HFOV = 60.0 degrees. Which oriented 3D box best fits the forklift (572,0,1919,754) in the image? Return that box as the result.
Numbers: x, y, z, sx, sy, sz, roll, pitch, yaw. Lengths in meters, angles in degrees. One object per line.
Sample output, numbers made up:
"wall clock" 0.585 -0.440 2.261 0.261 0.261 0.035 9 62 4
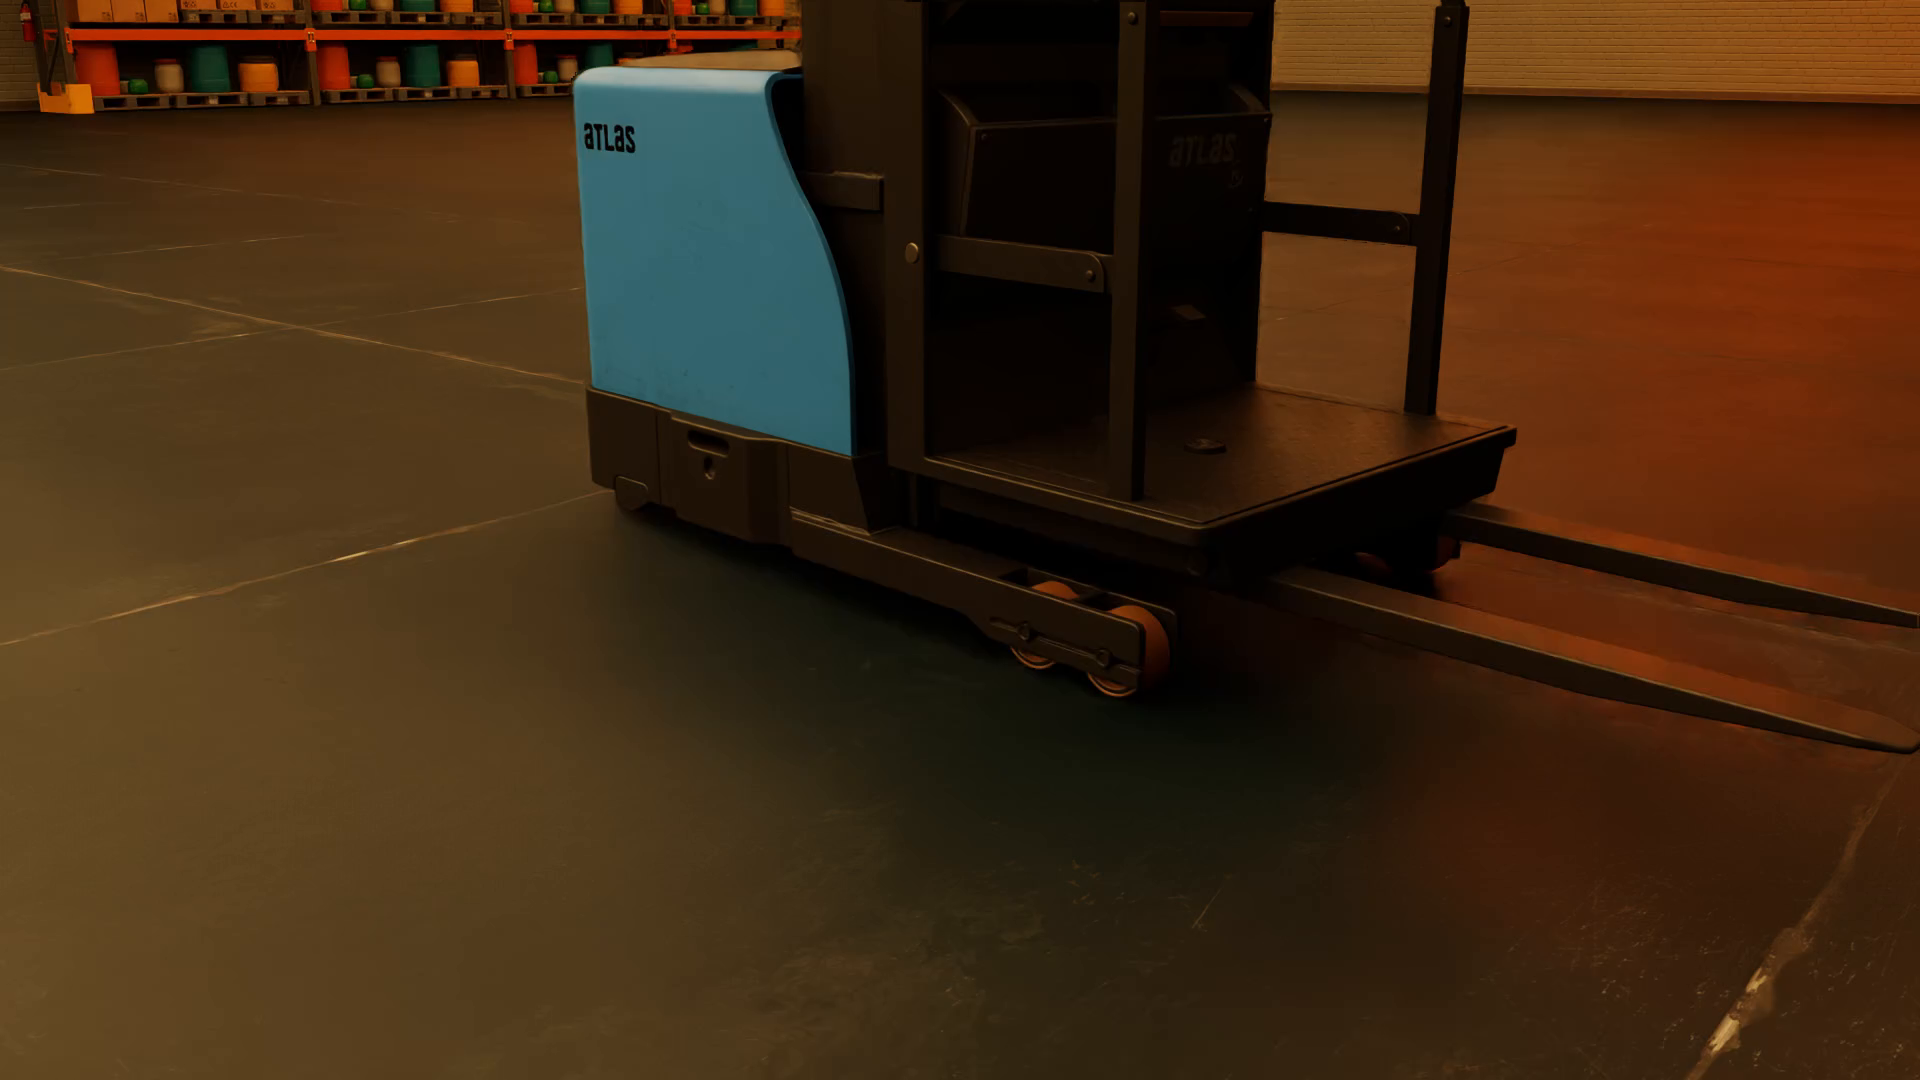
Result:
"forklift" 0.458 -1.287 3.134 1.130 2.935 3.031 -16 23 -42
